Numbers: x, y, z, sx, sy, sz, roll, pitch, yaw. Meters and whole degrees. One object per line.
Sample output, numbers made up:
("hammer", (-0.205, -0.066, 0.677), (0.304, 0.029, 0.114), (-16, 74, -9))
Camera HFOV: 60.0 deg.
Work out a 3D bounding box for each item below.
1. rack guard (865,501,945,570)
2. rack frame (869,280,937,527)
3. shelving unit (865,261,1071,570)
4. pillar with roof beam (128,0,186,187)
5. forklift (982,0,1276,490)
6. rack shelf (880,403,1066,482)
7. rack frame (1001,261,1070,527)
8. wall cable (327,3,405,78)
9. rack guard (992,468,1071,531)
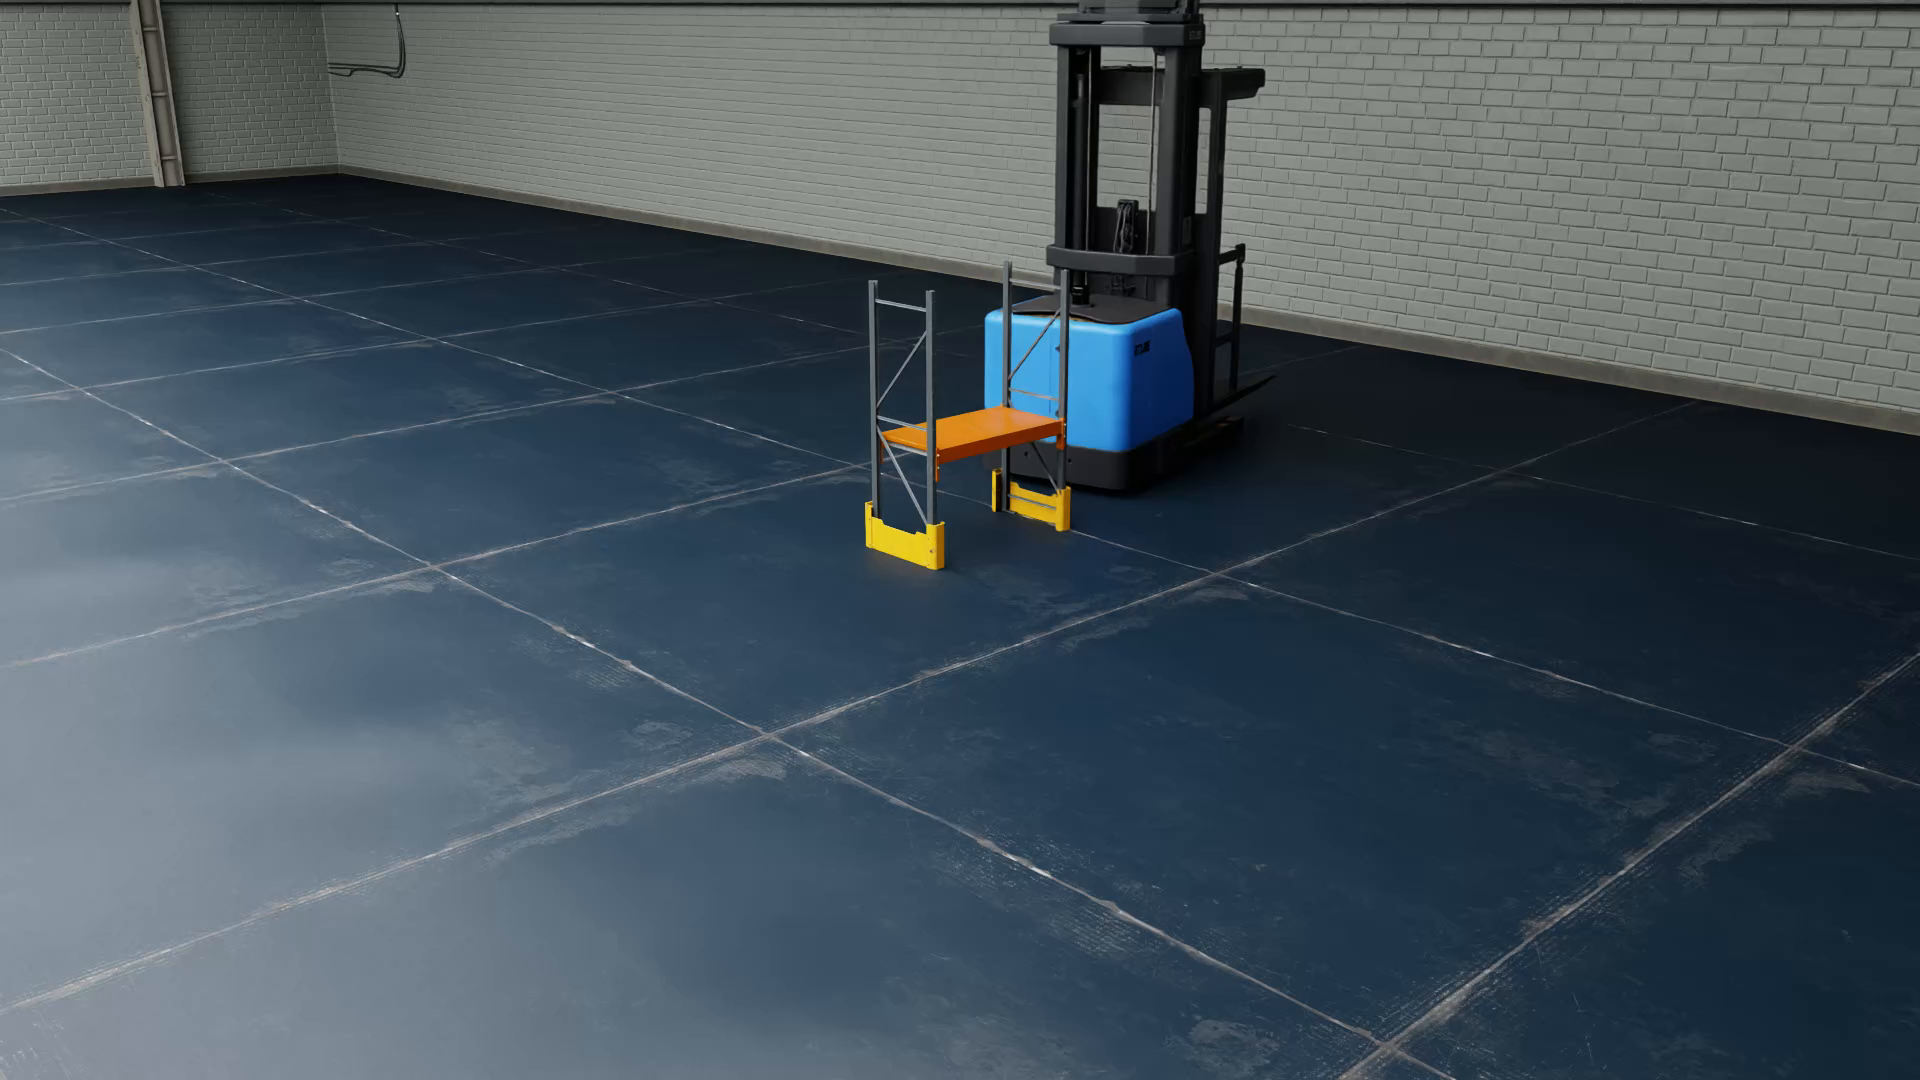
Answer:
("rack guard", (-0.306, -0.030, 9.171), (0.087, 0.250, 0.587), (-16, 24, -41))
("rack frame", (-0.307, -0.624, 8.977), (0.032, 1.500, 0.500), (-16, 24, -41))
("shelving unit", (0.055, -0.730, 9.303), (1.083, 1.500, 0.587), (-16, 24, -41))
("pillar with roof beam", (-10.198, -9.220, 23.331), (0.400, 9.000, 9.100), (-16, 24, -41))
("forklift", (1.335, -2.105, 11.225), (1.130, 2.935, 3.031), (11, 21, 30))
("rack shelf", (0.062, -0.560, 9.365), (1.000, 0.185, 0.538), (-16, 24, -41))
("rack frame", (0.431, -0.839, 9.641), (0.032, 1.500, 0.500), (-16, 24, -41))
("wall cable", (-10.106, -9.036, 27.797), (0.112, 2.526, 3.097), (-16, 24, -41))
("rack guard", (0.417, -0.241, 9.821), (0.087, 0.250, 0.587), (-16, 24, -41))
